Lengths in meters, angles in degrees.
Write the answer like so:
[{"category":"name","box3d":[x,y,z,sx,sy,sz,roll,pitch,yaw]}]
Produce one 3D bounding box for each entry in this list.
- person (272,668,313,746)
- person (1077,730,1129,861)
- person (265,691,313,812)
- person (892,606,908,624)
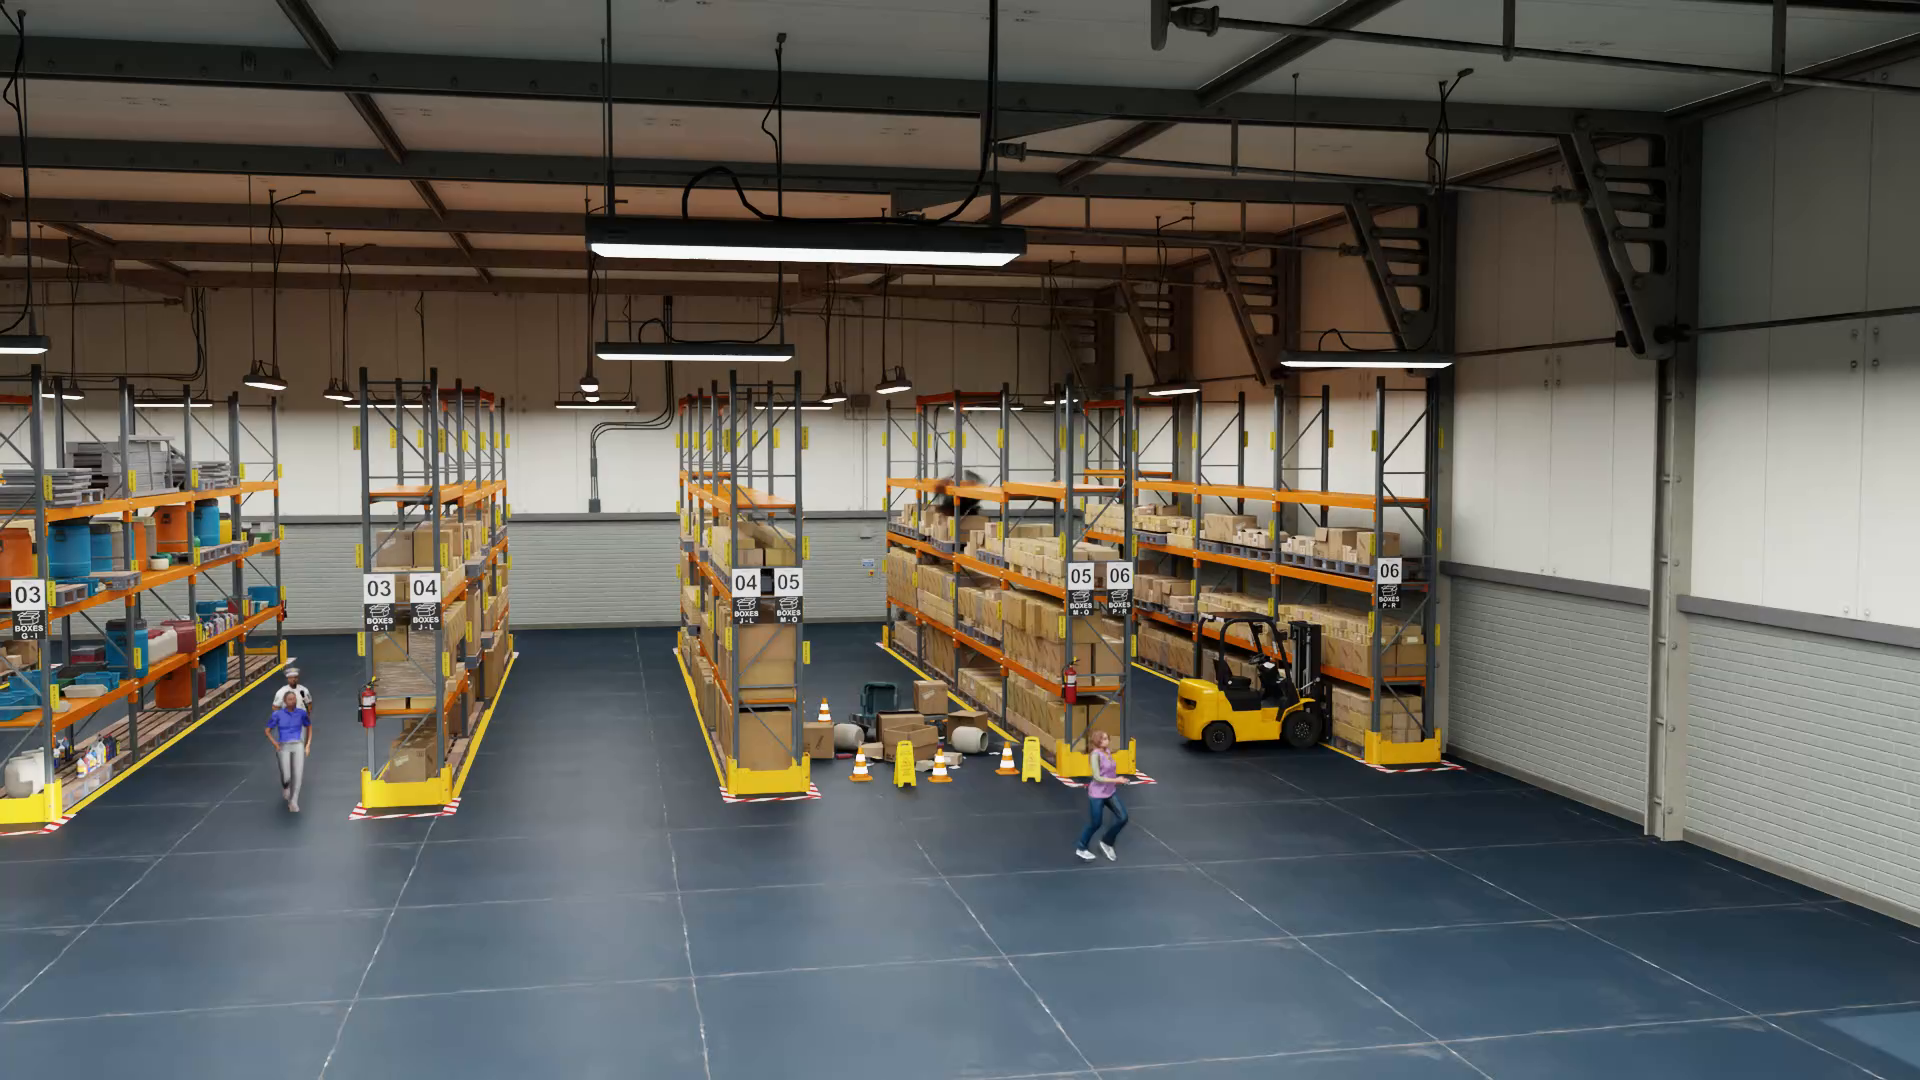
[{"category":"person","box3d":[-9.898,2.714,24.697,0.582,1.665,0.578,-2,4,-31]},{"category":"person","box3d":[1.706,3.024,19.677,0.698,1.576,0.506,3,4,40]},{"category":"person","box3d":[-9.116,2.871,22.628,0.609,1.621,0.523,-2,4,-28]},{"category":"person","box3d":[-1.456,1.665,41.623,0.514,1.714,0.772,1,3,10]}]
